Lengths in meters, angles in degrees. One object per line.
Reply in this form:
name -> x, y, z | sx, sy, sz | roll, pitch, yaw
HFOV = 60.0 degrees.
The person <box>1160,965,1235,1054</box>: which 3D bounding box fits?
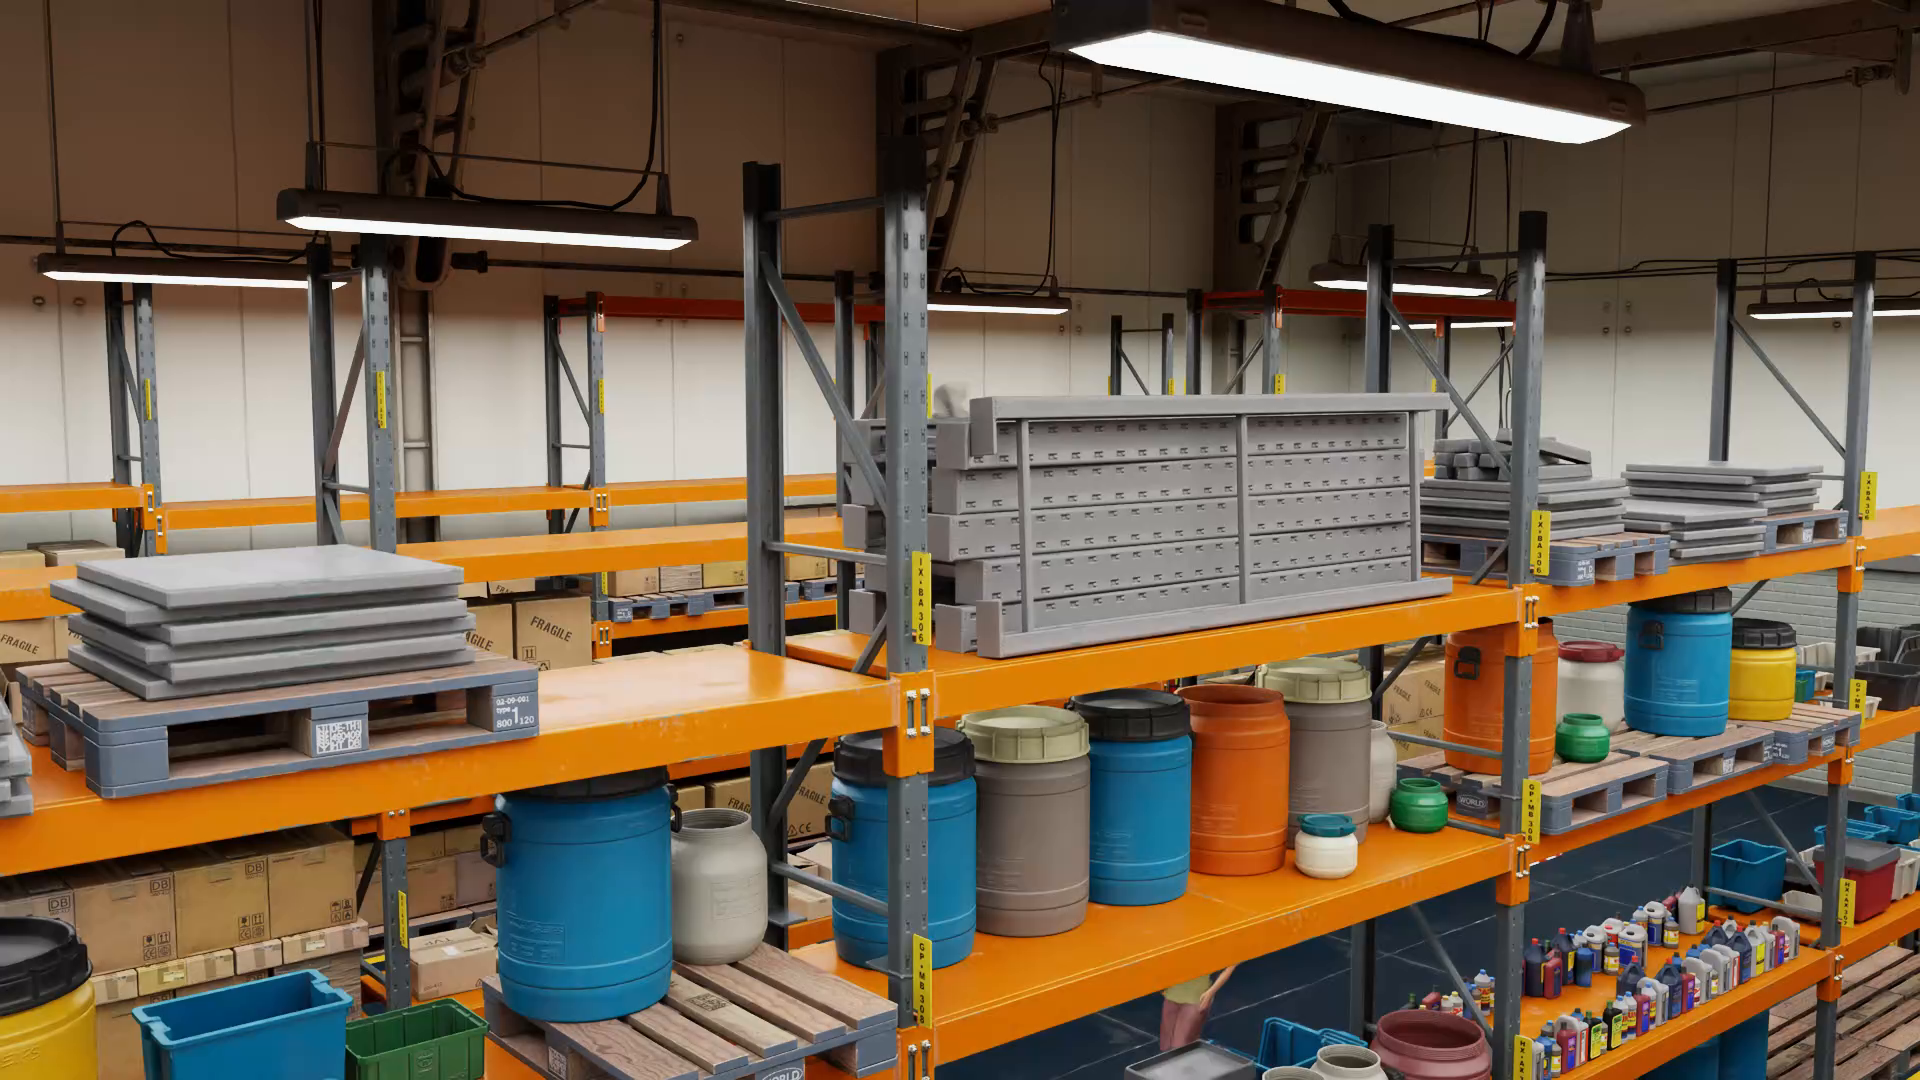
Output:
person -> 1.649, 3.233, 11.728 | 0.576, 1.649, 0.627 | 4, 7, 39
